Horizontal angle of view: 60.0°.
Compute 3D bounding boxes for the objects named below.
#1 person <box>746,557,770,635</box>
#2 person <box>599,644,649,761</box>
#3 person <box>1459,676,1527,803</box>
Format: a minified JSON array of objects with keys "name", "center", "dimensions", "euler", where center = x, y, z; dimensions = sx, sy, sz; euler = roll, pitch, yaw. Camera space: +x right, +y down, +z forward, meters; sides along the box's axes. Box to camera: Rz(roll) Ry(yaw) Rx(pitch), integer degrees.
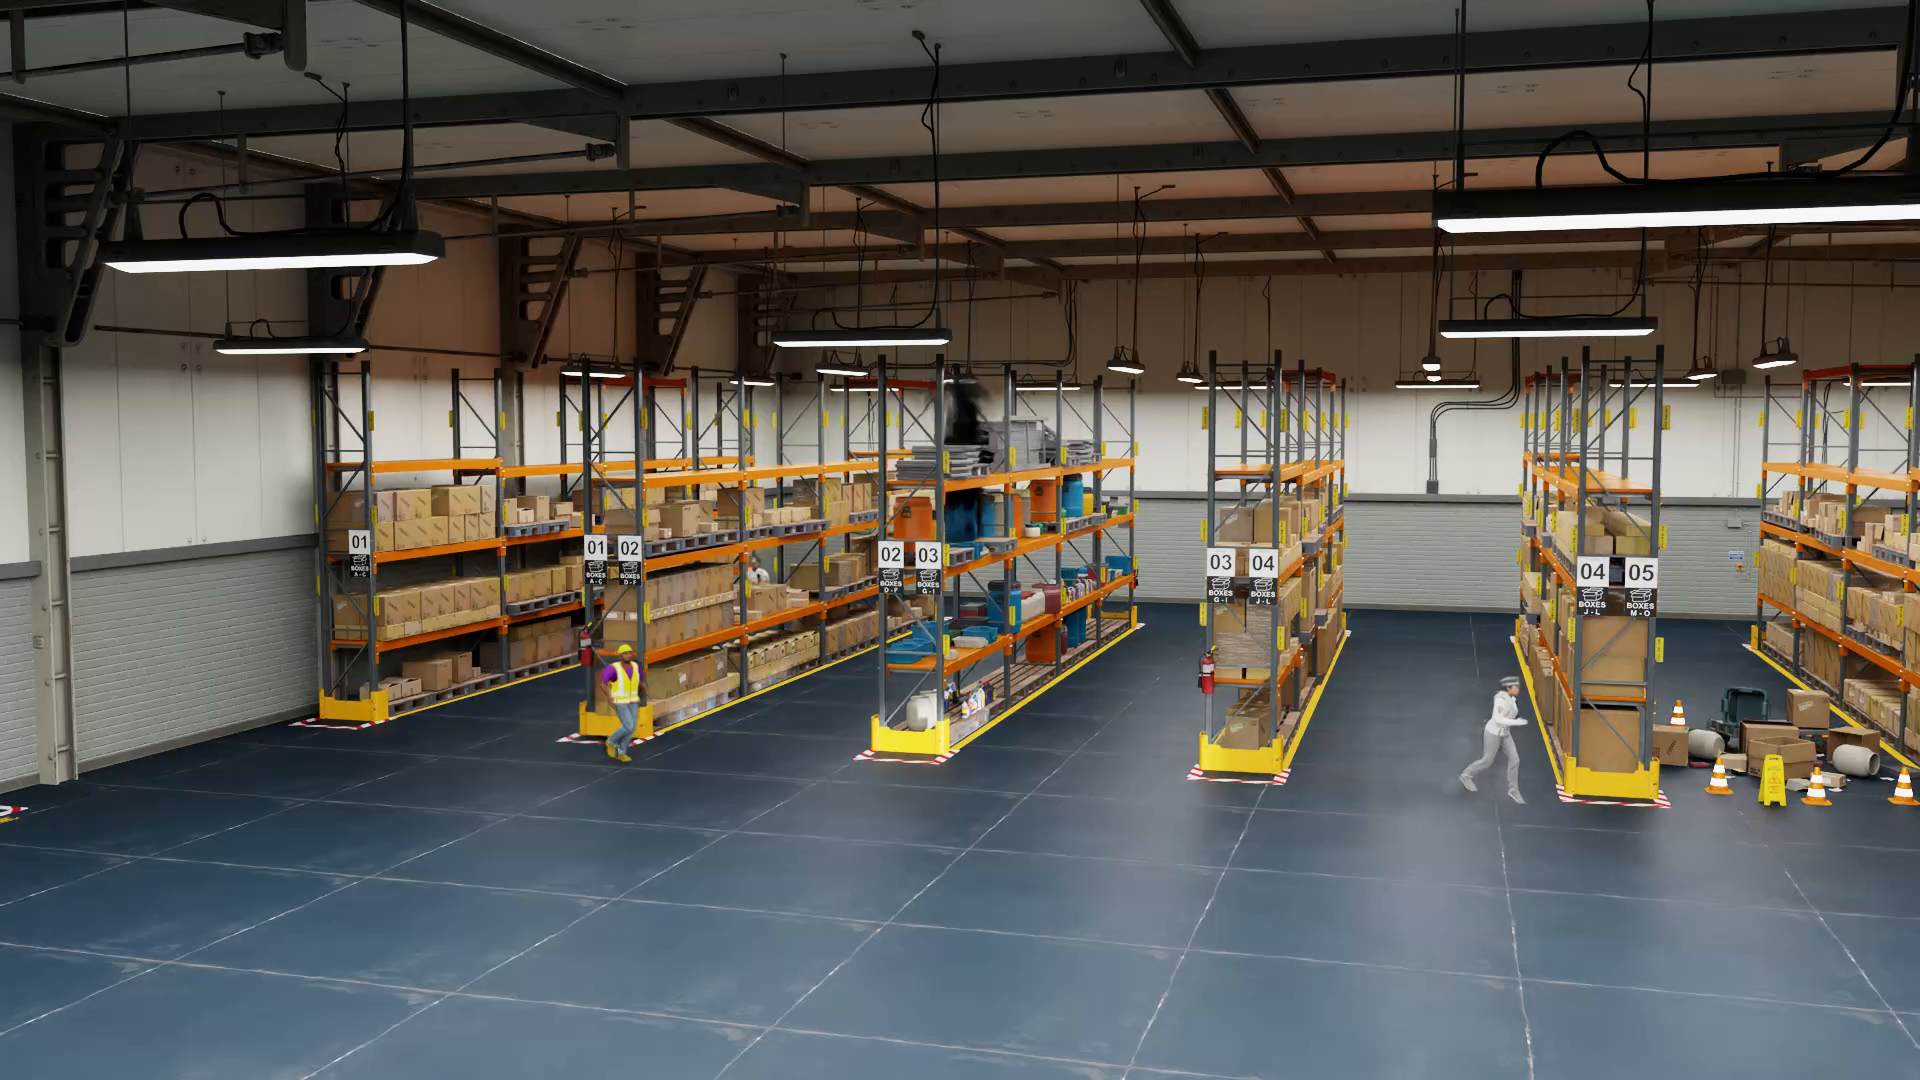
[{"name":"person","center":[-4.824,1.310,39.475],"dimensions":[0.688,1.825,0.939],"euler":[1,4,14]},{"name":"person","center":[-4.887,2.392,24.444],"dimensions":[0.596,1.729,0.682],"euler":[4,6,42]},{"name":"person","center":[7.091,2.623,22.062],"dimensions":[0.927,1.706,0.646],"euler":[3,5,40]}]
